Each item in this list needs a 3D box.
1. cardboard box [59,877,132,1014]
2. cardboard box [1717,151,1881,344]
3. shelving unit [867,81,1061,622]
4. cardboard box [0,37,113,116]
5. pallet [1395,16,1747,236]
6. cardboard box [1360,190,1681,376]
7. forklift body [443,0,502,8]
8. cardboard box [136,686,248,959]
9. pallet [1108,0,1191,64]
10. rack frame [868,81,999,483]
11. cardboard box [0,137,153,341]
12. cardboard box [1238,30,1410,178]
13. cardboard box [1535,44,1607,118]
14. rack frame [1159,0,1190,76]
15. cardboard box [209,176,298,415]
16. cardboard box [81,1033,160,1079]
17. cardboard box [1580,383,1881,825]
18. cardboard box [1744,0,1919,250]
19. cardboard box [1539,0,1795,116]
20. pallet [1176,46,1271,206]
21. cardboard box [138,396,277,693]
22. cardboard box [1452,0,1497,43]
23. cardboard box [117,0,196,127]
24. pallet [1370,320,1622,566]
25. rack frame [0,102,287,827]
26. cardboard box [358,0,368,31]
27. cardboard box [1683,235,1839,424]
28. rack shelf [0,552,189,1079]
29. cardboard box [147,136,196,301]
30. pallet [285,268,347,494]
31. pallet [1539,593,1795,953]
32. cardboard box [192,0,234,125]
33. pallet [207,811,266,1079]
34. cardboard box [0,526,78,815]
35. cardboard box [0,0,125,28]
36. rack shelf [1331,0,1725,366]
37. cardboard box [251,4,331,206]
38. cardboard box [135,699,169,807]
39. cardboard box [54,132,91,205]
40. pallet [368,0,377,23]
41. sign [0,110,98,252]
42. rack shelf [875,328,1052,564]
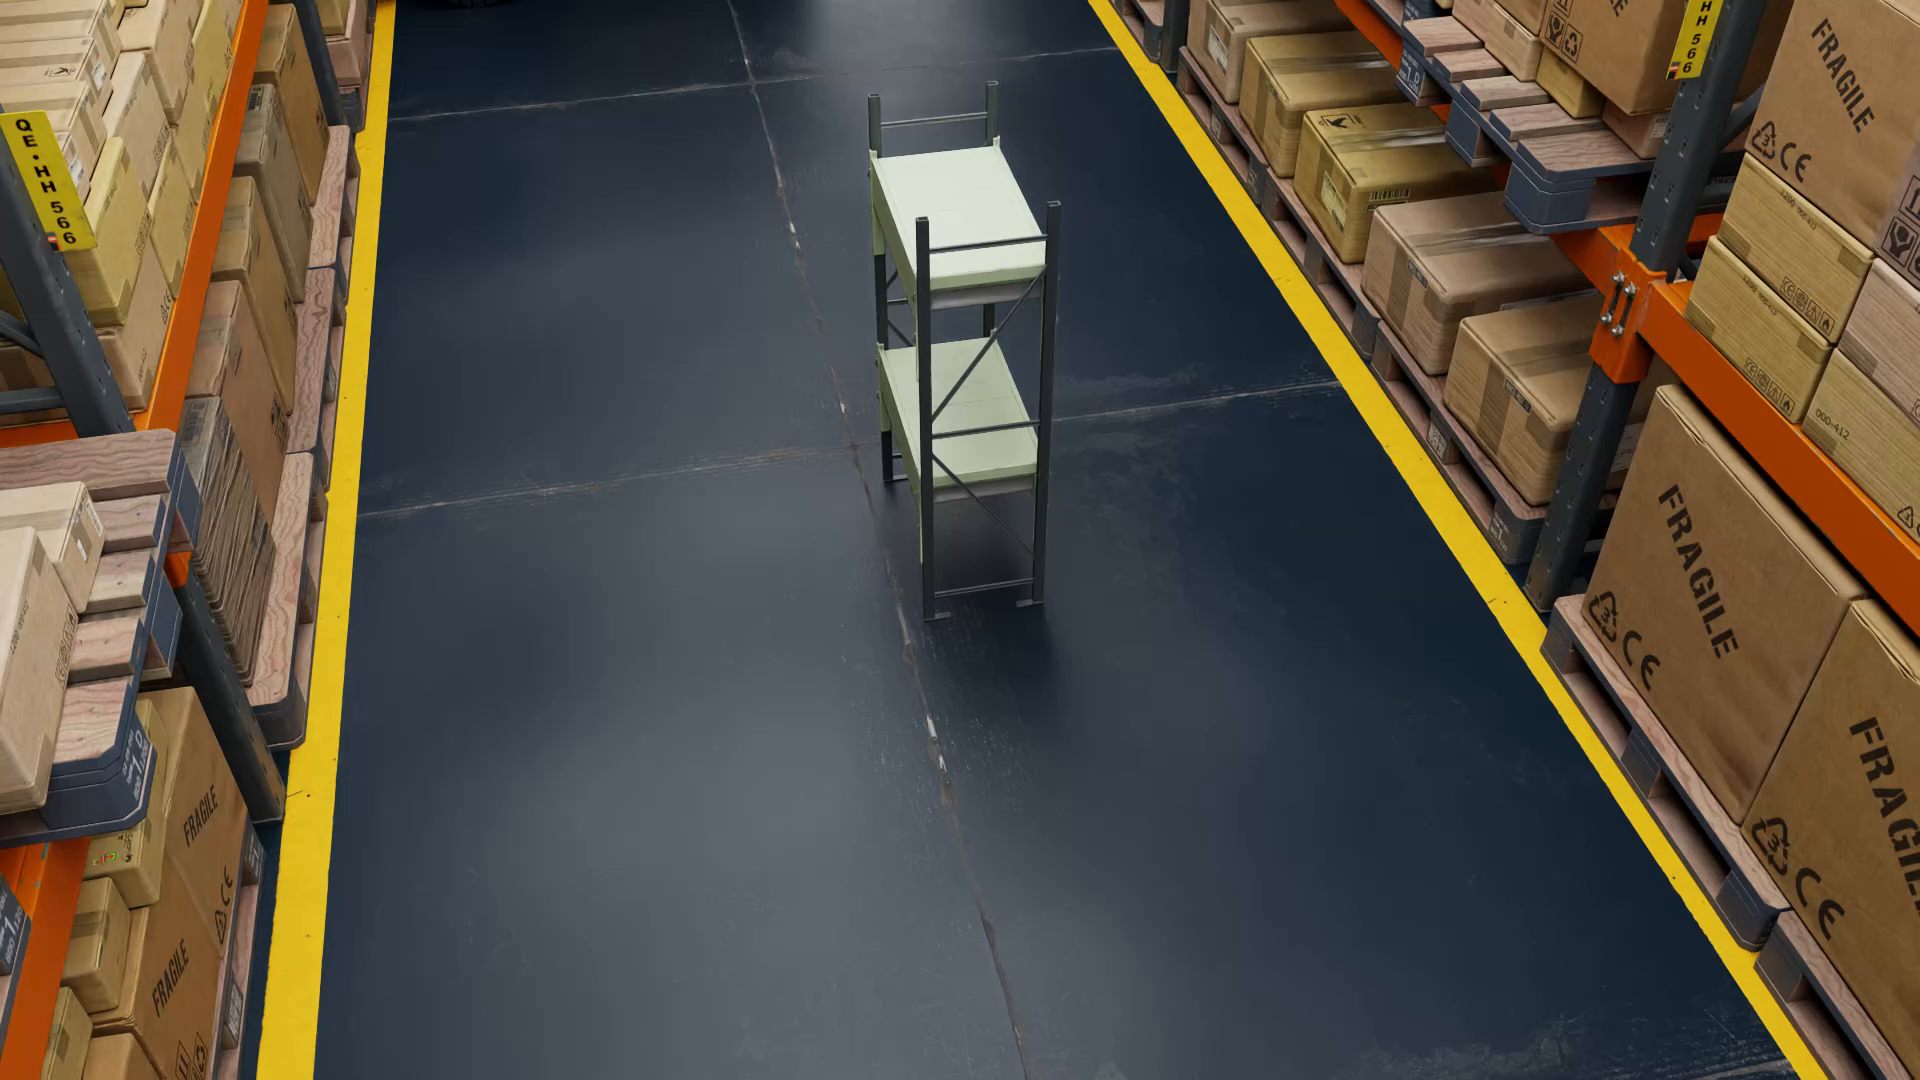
[{"bbox_3d":[-2.009,0.898,3.557,0.380,0.149,0.250,-10,43,-11],"label":"cardboard box"},{"bbox_3d":[2.248,-0.752,4.074,0.500,0.250,0.500,-9,42,-10],"label":"cardboard box"},{"bbox_3d":[-0.001,-0.565,5.257,0.431,1.500,0.755,-8,42,-9],"label":"shelving unit"},{"bbox_3d":[-2.386,-1.135,4.206,0.380,0.149,0.250,-7,42,-8],"label":"cardboard box"},{"bbox_3d":[2.122,-1.360,5.167,1.213,0.211,1.003,-8,42,-9],"label":"pallet"},{"bbox_3d":[2.101,-1.004,6.284,0.950,0.372,0.625,-9,42,-10],"label":"cardboard box"},{"bbox_3d":[-2.002,-4.171,8.829,2.313,2.155,1.214,-8,42,-9],"label":"forklift body"},{"bbox_3d":[-2.165,0.750,4.212,0.500,0.500,0.500,-7,42,-8],"label":"cardboard box"},{"bbox_3d":[1.337,-2.965,8.931,1.003,0.211,1.213,-8,42,-9],"label":"pallet"},{"bbox_3d":[-0.080,-0.802,5.524,0.400,1.500,0.023,-8,42,-9],"label":"rack frame"},{"bbox_3d":[-2.299,-0.728,4.047,0.500,0.250,0.500,-8,42,-9],"label":"cardboard box"},{"bbox_3d":[1.791,-1.947,7.346,0.950,0.372,0.625,-6,42,-7],"label":"cardboard box"},{"bbox_3d":[1.951,-1.390,4.929,0.380,0.149,0.250,-8,42,-9],"label":"cardboard box"},{"bbox_3d":[1.517,-3.577,7.521,1.000,3.000,0.127,-8,42,-9],"label":"rack frame"},{"bbox_3d":[-2.881,-0.805,5.870,0.875,0.625,0.625,-10,43,-11],"label":"cardboard box"},{"bbox_3d":[-1.951,1.415,3.463,0.500,0.500,0.500,-7,42,-7],"label":"cardboard box"},{"bbox_3d":[2.448,0.113,4.648,0.875,0.875,0.875,-9,42,-10],"label":"cardboard box"},{"bbox_3d":[2.248,-1.041,3.835,0.500,0.500,0.500,-10,43,-11],"label":"cardboard box"},{"bbox_3d":[2.010,-1.545,4.615,0.500,0.500,0.500,-9,42,-11],"label":"cardboard box"},{"bbox_3d":[1.686,-2.030,7.878,1.003,0.211,1.213,-8,42,-9],"label":"pallet"},{"bbox_3d":[-2.587,0.054,4.902,0.875,0.625,0.625,-7,42,-8],"label":"cardboard box"},{"bbox_3d":[1.806,-1.711,5.291,0.380,0.149,0.250,-10,43,-11],"label":"cardboard box"},{"bbox_3d":[-2.525,-1.391,4.794,0.500,0.250,0.500,-9,42,-10],"label":"cardboard box"},{"bbox_3d":[2.213,-0.448,6.096,1.003,0.211,1.213,-8,42,-9],"label":"pallet"},{"bbox_3d":[-2.466,-0.271,3.796,1.000,3.000,0.127,-8,42,-9],"label":"rack frame"},{"bbox_3d":[-3.235,-2.680,8.265,0.500,0.250,0.500,-9,42,-10],"label":"cardboard box"},{"bbox_3d":[2.240,-0.575,4.251,0.500,0.250,0.500,-9,42,-10],"label":"cardboard box"},{"bbox_3d":[-2.034,1.295,2.574,1.077,0.370,4.000,-8,42,-9],"label":"rack shelf"},{"bbox_3d":[-2.427,-0.864,4.577,0.500,0.250,0.500,-9,42,-10],"label":"cardboard box"},{"bbox_3d":[-2.865,-0.557,6.218,1.003,0.211,1.213,-8,42,-9],"label":"pallet"},{"bbox_3d":[2.477,0.580,4.937,1.003,0.211,1.213,-8,42,-9],"label":"pallet"},{"bbox_3d":[-2.655,-1.534,5.331,0.500,0.250,0.500,-7,42,-8],"label":"cardboard box"},{"bbox_3d":[-2.342,1.261,4.170,1.003,0.211,1.213,-8,42,-9],"label":"pallet"},{"bbox_3d":[-1.922,0.266,2.988,0.500,0.250,0.500,-10,43,-11],"label":"cardboard box"},{"bbox_3d":[-2.539,-1.462,4.573,0.380,0.149,0.250,-8,42,-9],"label":"cardboard box"},{"bbox_3d":[1.948,-2.012,6.299,1.077,0.370,4.000,-8,42,-9],"label":"rack shelf"},{"bbox_3d":[-3.206,-1.796,6.986,0.875,0.625,0.625,-7,42,-7],"label":"cardboard box"},{"bbox_3d":[-2.112,0.548,3.951,0.380,0.149,0.250,-10,43,-11],"label":"cardboard box"},{"bbox_3d":[-2.247,-0.800,3.827,0.380,0.149,0.250,-7,42,-8],"label":"cardboard box"},{"bbox_3d":[-3.727,-3.135,9.122,1.003,0.211,1.213,-8,42,-9],"label":"pallet"},{"bbox_3d":[-1.938,-0.758,3.532,0.100,0.325,0.005,-8,42,-9],"label":"sign"},{"bbox_3d":[-0.001,-0.321,5.473,0.431,0.370,0.720,-8,42,-9],"label":"rack shelf"}]
